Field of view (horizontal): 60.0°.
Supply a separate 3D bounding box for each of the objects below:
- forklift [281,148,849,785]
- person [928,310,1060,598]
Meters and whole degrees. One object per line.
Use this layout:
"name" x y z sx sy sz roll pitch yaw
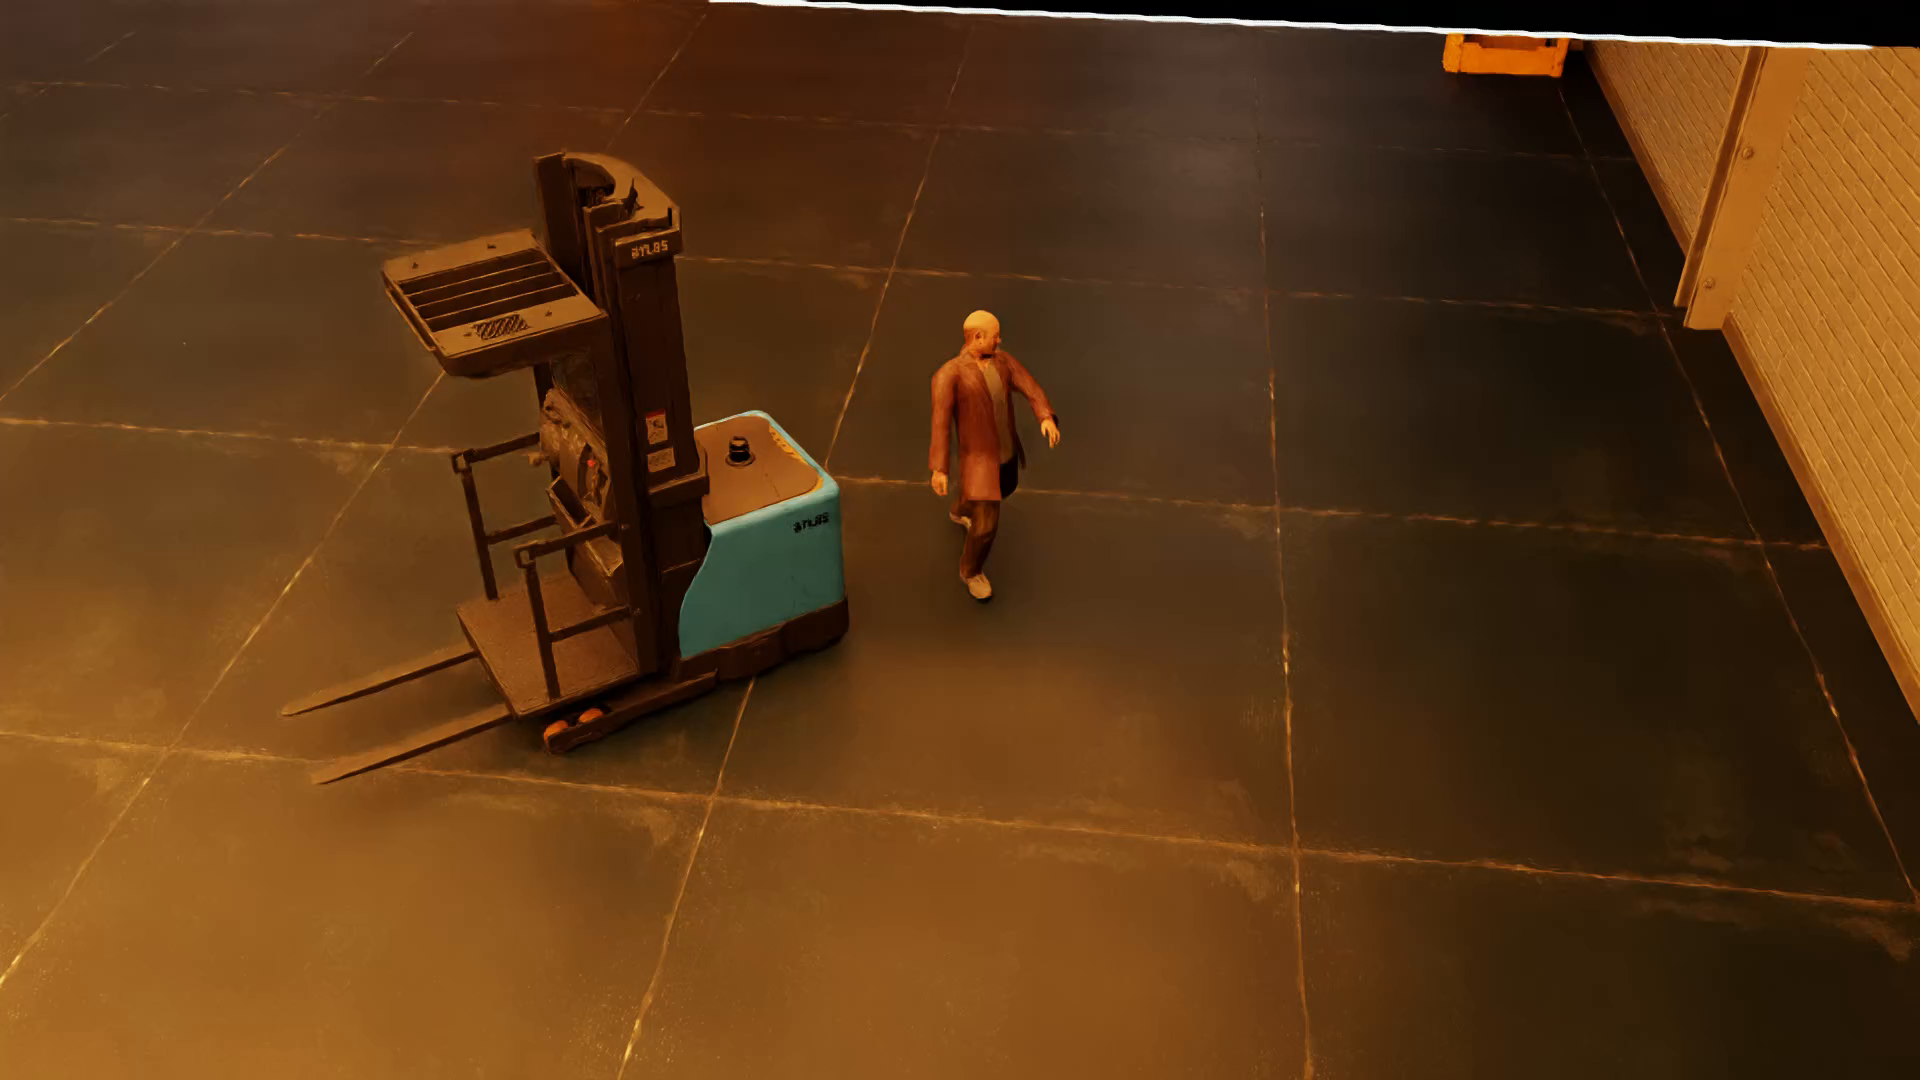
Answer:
"forklift" -2.172 -0.397 8.569 3.031 2.935 1.130 -20 41 -25
"person" 0.142 -0.485 9.764 0.927 1.654 0.804 23 42 27
